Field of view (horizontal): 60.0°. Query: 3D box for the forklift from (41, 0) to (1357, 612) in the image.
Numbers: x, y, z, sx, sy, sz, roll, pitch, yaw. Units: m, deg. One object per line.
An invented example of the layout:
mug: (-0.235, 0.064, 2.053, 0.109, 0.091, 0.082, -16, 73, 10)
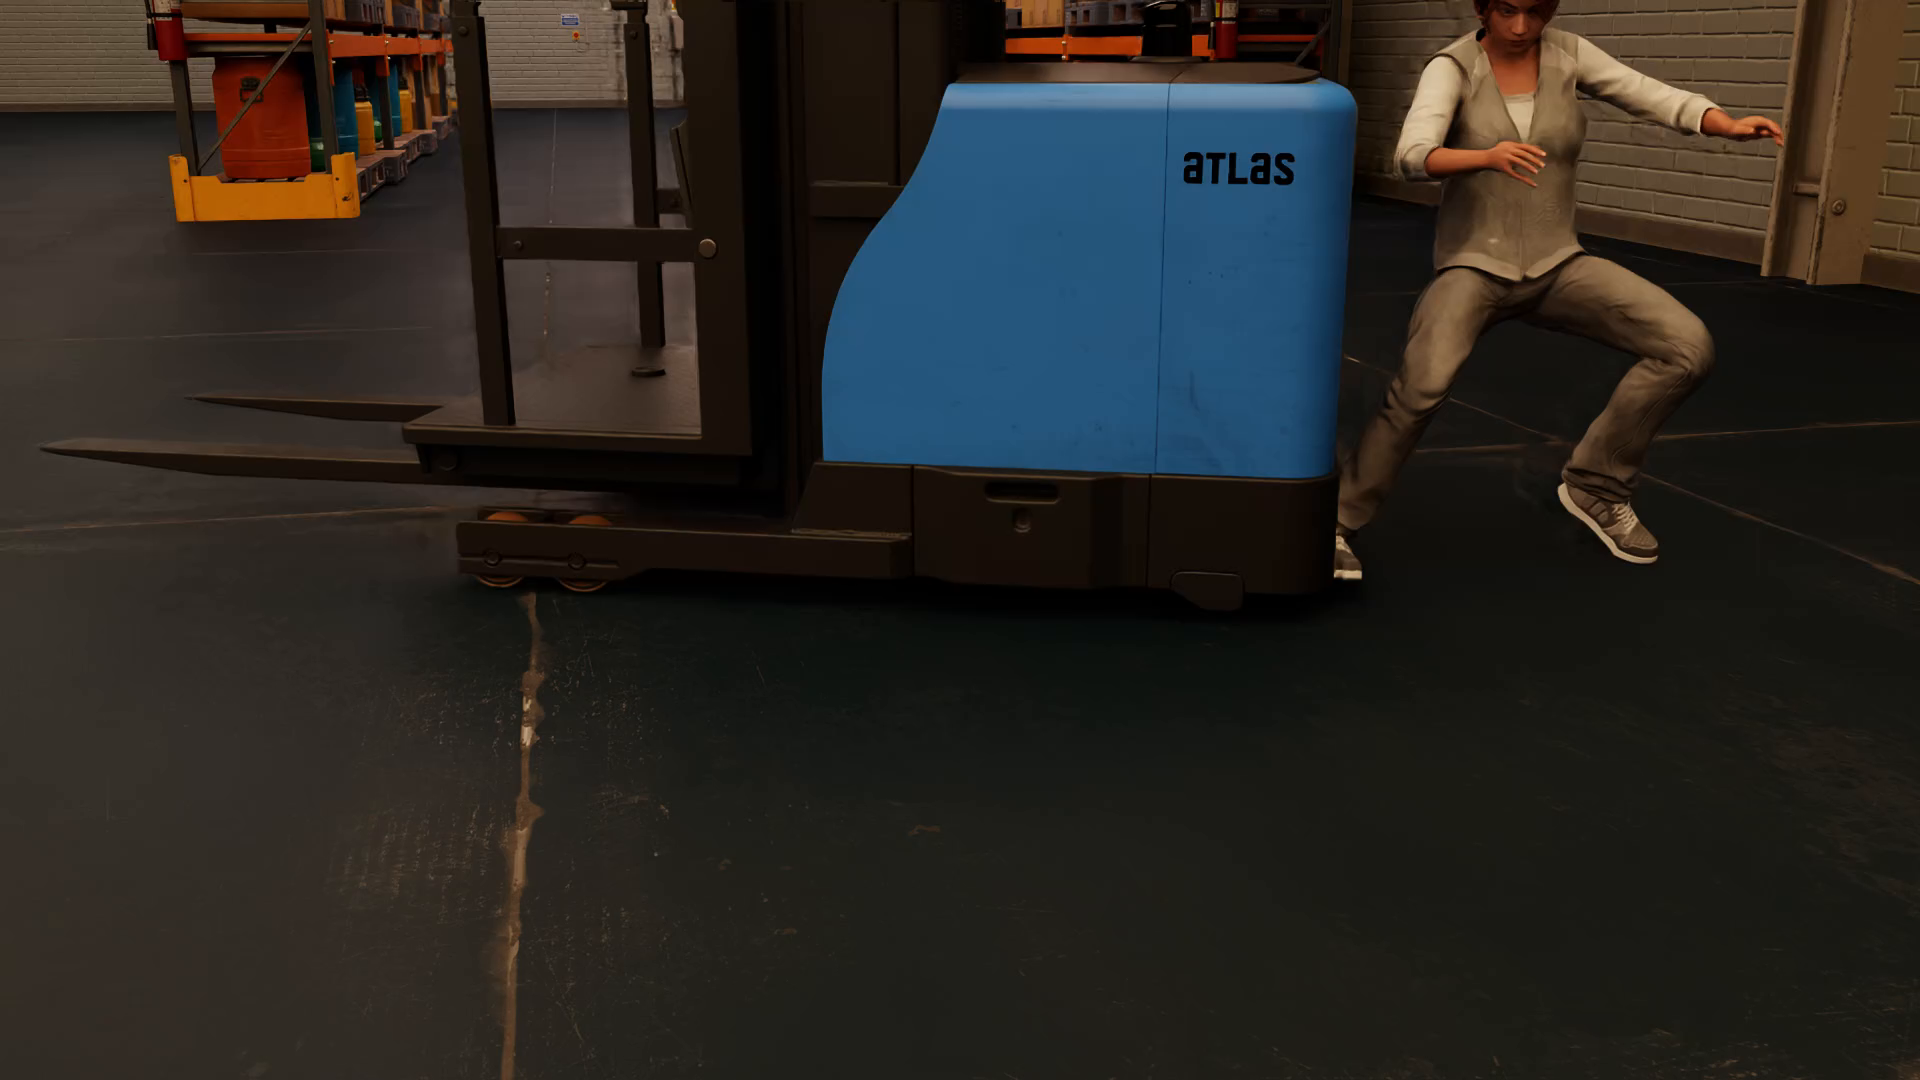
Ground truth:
forklift: (-0.652, -1.435, 3.700, 3.031, 2.935, 1.130, 3, 17, 9)

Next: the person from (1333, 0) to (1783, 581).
person: (1.214, -0.596, 3.595, 0.857, 1.370, 0.678, 1, 17, 2)
